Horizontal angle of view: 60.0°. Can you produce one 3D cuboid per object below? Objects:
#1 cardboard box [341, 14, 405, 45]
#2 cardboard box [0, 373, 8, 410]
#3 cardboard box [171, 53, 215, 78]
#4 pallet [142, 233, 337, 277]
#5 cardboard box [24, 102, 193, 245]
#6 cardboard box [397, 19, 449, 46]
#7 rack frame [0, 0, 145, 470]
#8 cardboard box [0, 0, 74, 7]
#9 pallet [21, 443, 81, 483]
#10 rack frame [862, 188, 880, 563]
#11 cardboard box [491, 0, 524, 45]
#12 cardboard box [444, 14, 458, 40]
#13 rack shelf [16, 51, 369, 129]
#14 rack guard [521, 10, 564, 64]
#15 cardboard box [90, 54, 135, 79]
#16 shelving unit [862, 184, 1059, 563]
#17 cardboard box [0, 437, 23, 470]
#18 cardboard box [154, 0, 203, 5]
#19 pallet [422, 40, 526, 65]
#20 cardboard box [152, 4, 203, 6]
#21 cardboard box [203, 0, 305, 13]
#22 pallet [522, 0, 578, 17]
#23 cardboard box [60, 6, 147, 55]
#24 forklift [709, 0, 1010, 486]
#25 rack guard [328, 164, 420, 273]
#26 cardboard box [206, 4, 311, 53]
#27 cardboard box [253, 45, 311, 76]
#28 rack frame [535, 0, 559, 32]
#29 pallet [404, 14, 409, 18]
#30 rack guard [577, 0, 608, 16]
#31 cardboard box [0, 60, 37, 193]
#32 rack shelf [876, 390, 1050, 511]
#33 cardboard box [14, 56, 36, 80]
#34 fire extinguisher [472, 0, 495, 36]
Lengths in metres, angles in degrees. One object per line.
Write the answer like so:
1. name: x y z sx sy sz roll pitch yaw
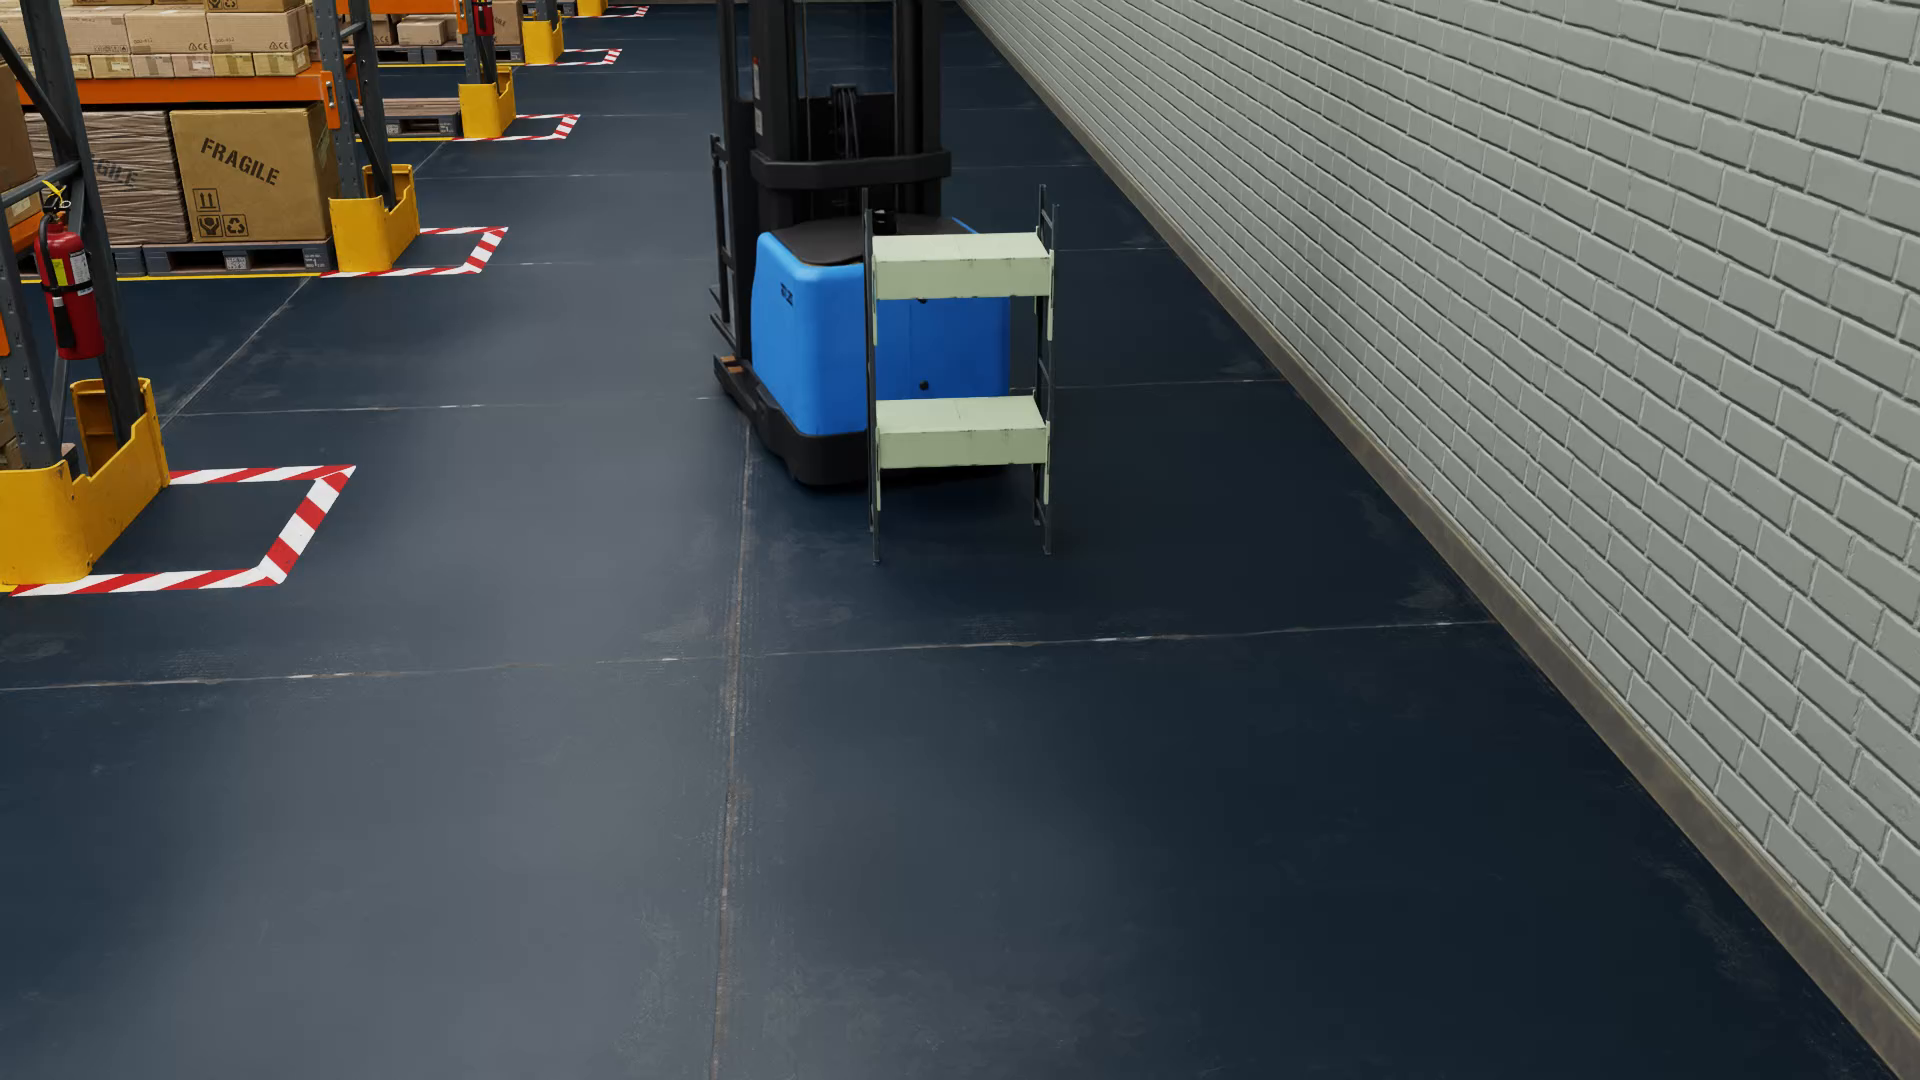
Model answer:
1. cardboard box: -7.246 -6.418 20.529 0.637 0.503 0.797 -2 24 -5
2. cardboard box: -4.332 -0.705 7.403 0.250 0.149 0.380 -3 24 -8
3. cardboard box: -4.996 -3.153 10.961 0.250 0.149 0.380 -2 24 -5
4. pallet: -4.952 -2.098 11.711 1.213 0.211 1.003 -2 24 -5
5. cardboard box: -5.699 -2.563 11.422 0.875 0.875 0.875 -2 24 -5
6. cardboard box: -6.599 -6.238 20.435 0.500 0.250 0.500 -2 24 -5
7. rack frame: -3.777 -1.427 6.768 0.127 3.000 1.000 -2 24 -5
8. cardboard box: -6.204 -3.529 11.314 0.500 0.250 0.500 -3 24 -6
9. pallet: -4.665 -0.132 7.287 1.213 0.211 1.003 -2 24 -5
10. rack frame: -0.371 -0.670 6.912 0.023 1.500 0.400 -2 24 -5
11. cardboard box: -5.651 -6.378 20.442 0.500 0.500 0.500 -2 24 -5
12. cardboard box: -6.201 -6.458 20.930 0.500 0.250 0.500 -2 24 -5
13. rack shelf: -6.155 -3.028 11.254 4.000 0.370 1.077 -2 24 -5
14. rack guard: -5.210 -6.295 20.798 0.348 0.500 1.175 -2 24 -5
15. cardboard box: -5.502 -3.133 10.914 0.250 0.149 0.380 -3 24 -6
16. shelving unit: -0.007 -0.685 6.945 0.755 1.500 0.431 -2 24 -5
17. cardboard box: -4.330 -0.425 7.506 0.250 0.149 0.380 -2 24 -4
18. cardboard box: -5.166 -3.916 11.263 0.500 0.500 0.500 -3 24 -6
19. pallet: -6.003 -6.131 20.784 1.213 0.211 1.003 -2 24 -5
20. cardboard box: -5.185 -3.570 11.408 0.500 0.250 0.500 -3 24 -6
21. cardboard box: -4.623 -3.721 10.823 0.500 0.500 0.500 -2 24 -4
22. pallet: -6.413 -8.105 25.225 1.213 0.211 1.003 -2 24 -5
23. cardboard box: -5.632 -3.337 10.882 0.500 0.250 0.500 -3 24 -7
24. forklift: -0.716 -2.161 8.504 1.130 2.935 3.031 -8 25 -18
25. rack guard: -4.140 -2.295 11.798 0.348 0.500 1.175 -2 24 -5
26. cardboard box: -4.620 -3.377 10.973 0.500 0.250 0.500 -3 24 -6
27. cardboard box: -4.486 -3.174 11.007 0.250 0.149 0.380 -2 24 -4
28. rack frame: -5.134 -7.440 20.297 0.127 3.000 1.000 -2 24 -5
29. pallet: -8.841 -8.007 25.005 1.213 0.211 1.003 -2 24 -5
30. rack guard: -5.601 -8.301 25.311 0.348 0.500 1.175 -2 24 -5
31. cardboard box: -4.251 -1.703 6.898 0.500 0.500 0.500 -1 24 -3
32. rack shelf: -0.007 -0.387 7.077 0.720 0.370 0.431 -2 24 -5
33. cardboard box: -6.007 -3.113 10.870 0.250 0.149 0.380 -2 24 -4
34. fire extinguisher: -4.456 -5.055 15.484 0.183 0.674 0.296 -2 24 -5
